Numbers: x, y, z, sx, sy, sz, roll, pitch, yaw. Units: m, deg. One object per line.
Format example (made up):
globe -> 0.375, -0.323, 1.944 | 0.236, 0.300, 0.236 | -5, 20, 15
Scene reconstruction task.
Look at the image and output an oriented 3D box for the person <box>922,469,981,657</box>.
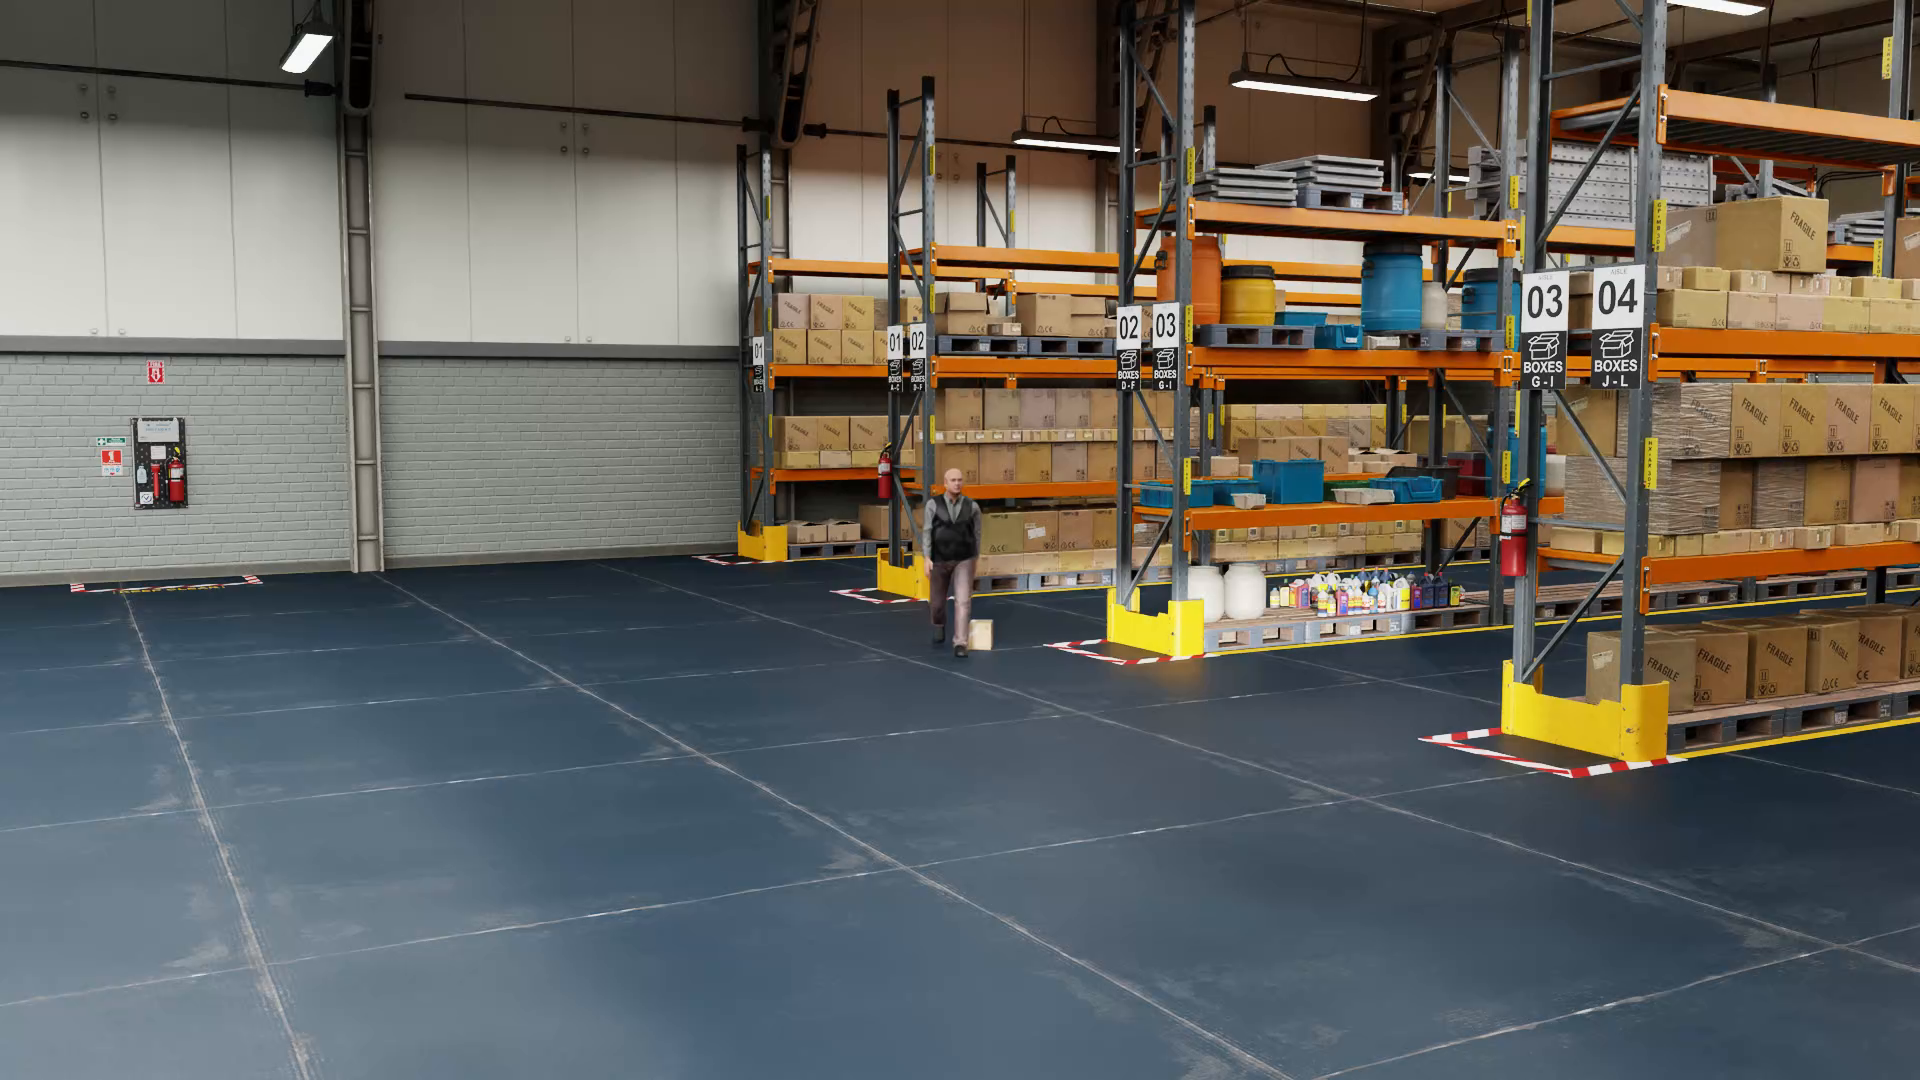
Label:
person -> -0.073, 0.235, 15.127 | 0.536, 1.593, 0.967 | 0, 5, 0
